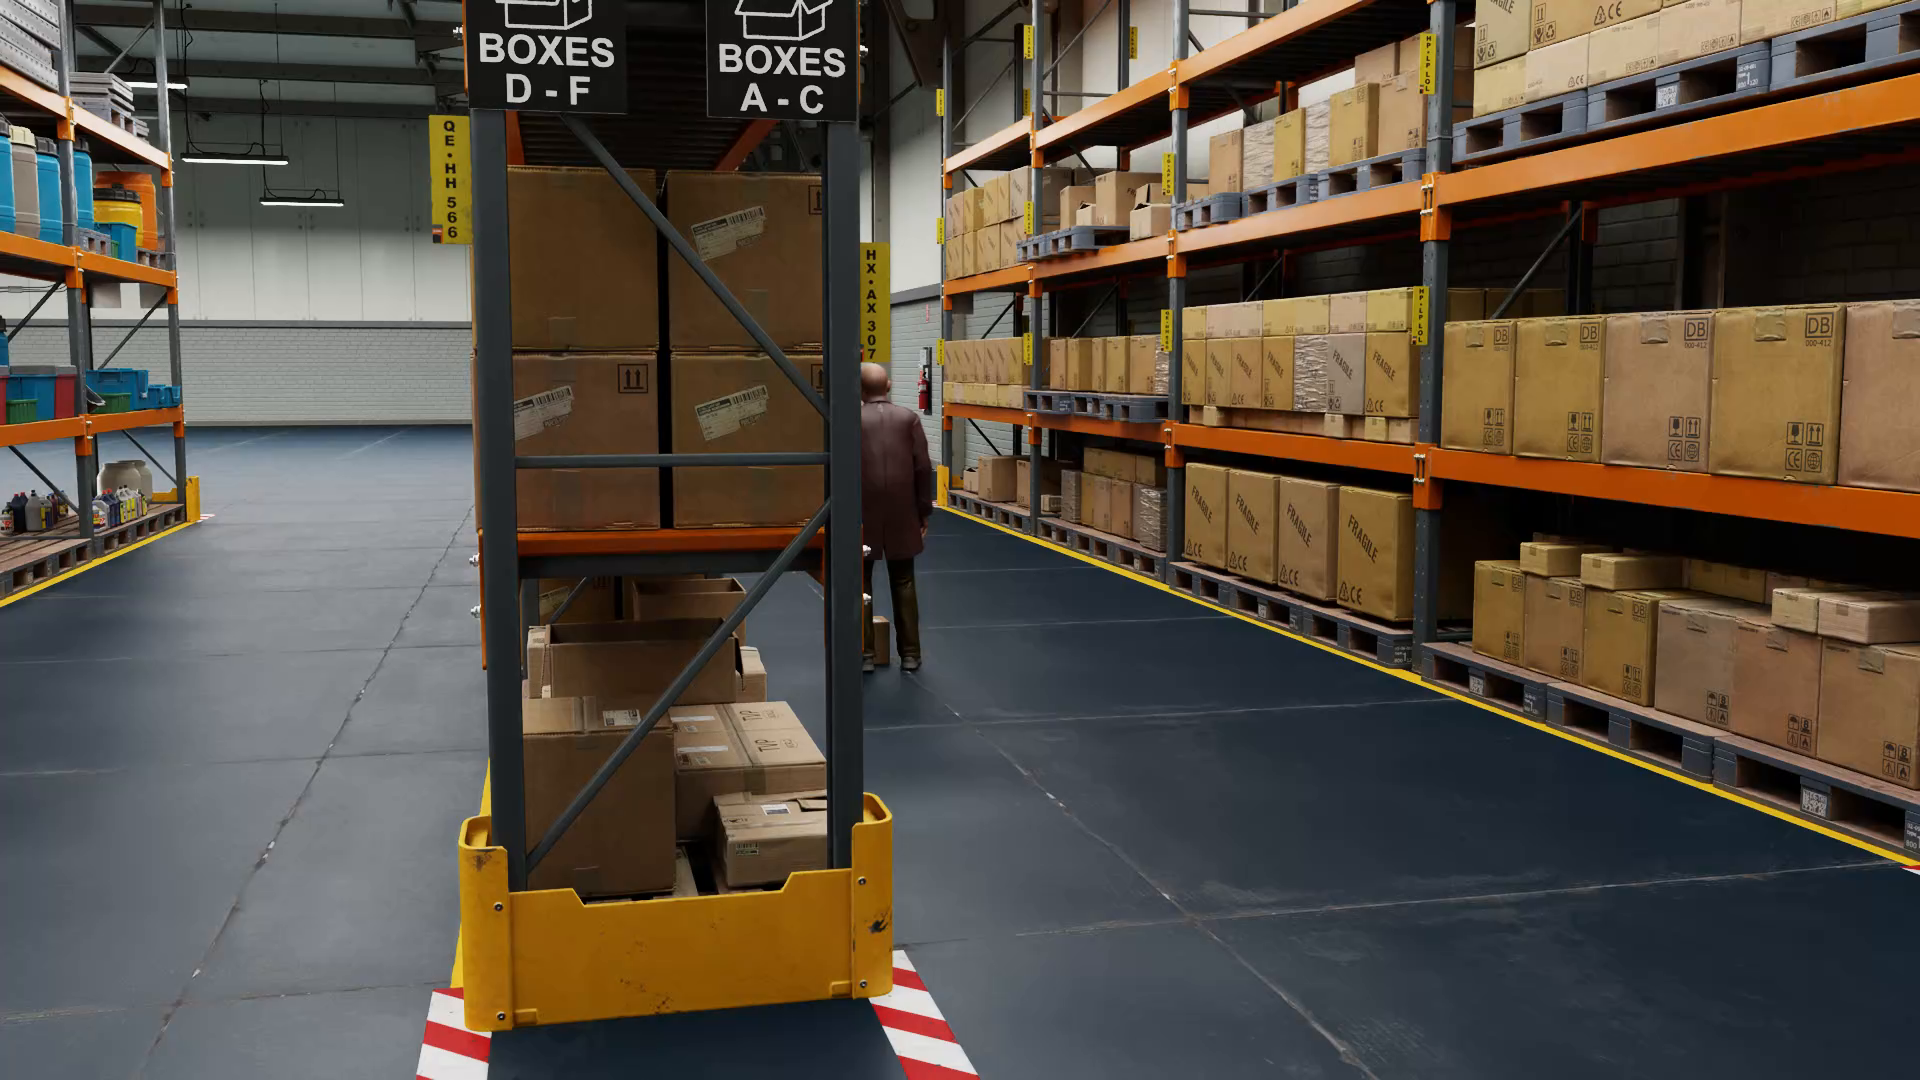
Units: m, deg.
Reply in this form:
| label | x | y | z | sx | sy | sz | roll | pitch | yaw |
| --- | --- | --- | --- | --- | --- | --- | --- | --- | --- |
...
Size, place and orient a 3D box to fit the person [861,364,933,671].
| label | x | y | z | sx | sy | sz | roll | pitch | yaw |
| --- | --- | --- | --- | --- | --- | --- | --- | --- | --- |
| person | -0.472 | -0.134 | 9.662 | 0.643 | 1.773 | 0.431 | -1 | 6 | -13 |
